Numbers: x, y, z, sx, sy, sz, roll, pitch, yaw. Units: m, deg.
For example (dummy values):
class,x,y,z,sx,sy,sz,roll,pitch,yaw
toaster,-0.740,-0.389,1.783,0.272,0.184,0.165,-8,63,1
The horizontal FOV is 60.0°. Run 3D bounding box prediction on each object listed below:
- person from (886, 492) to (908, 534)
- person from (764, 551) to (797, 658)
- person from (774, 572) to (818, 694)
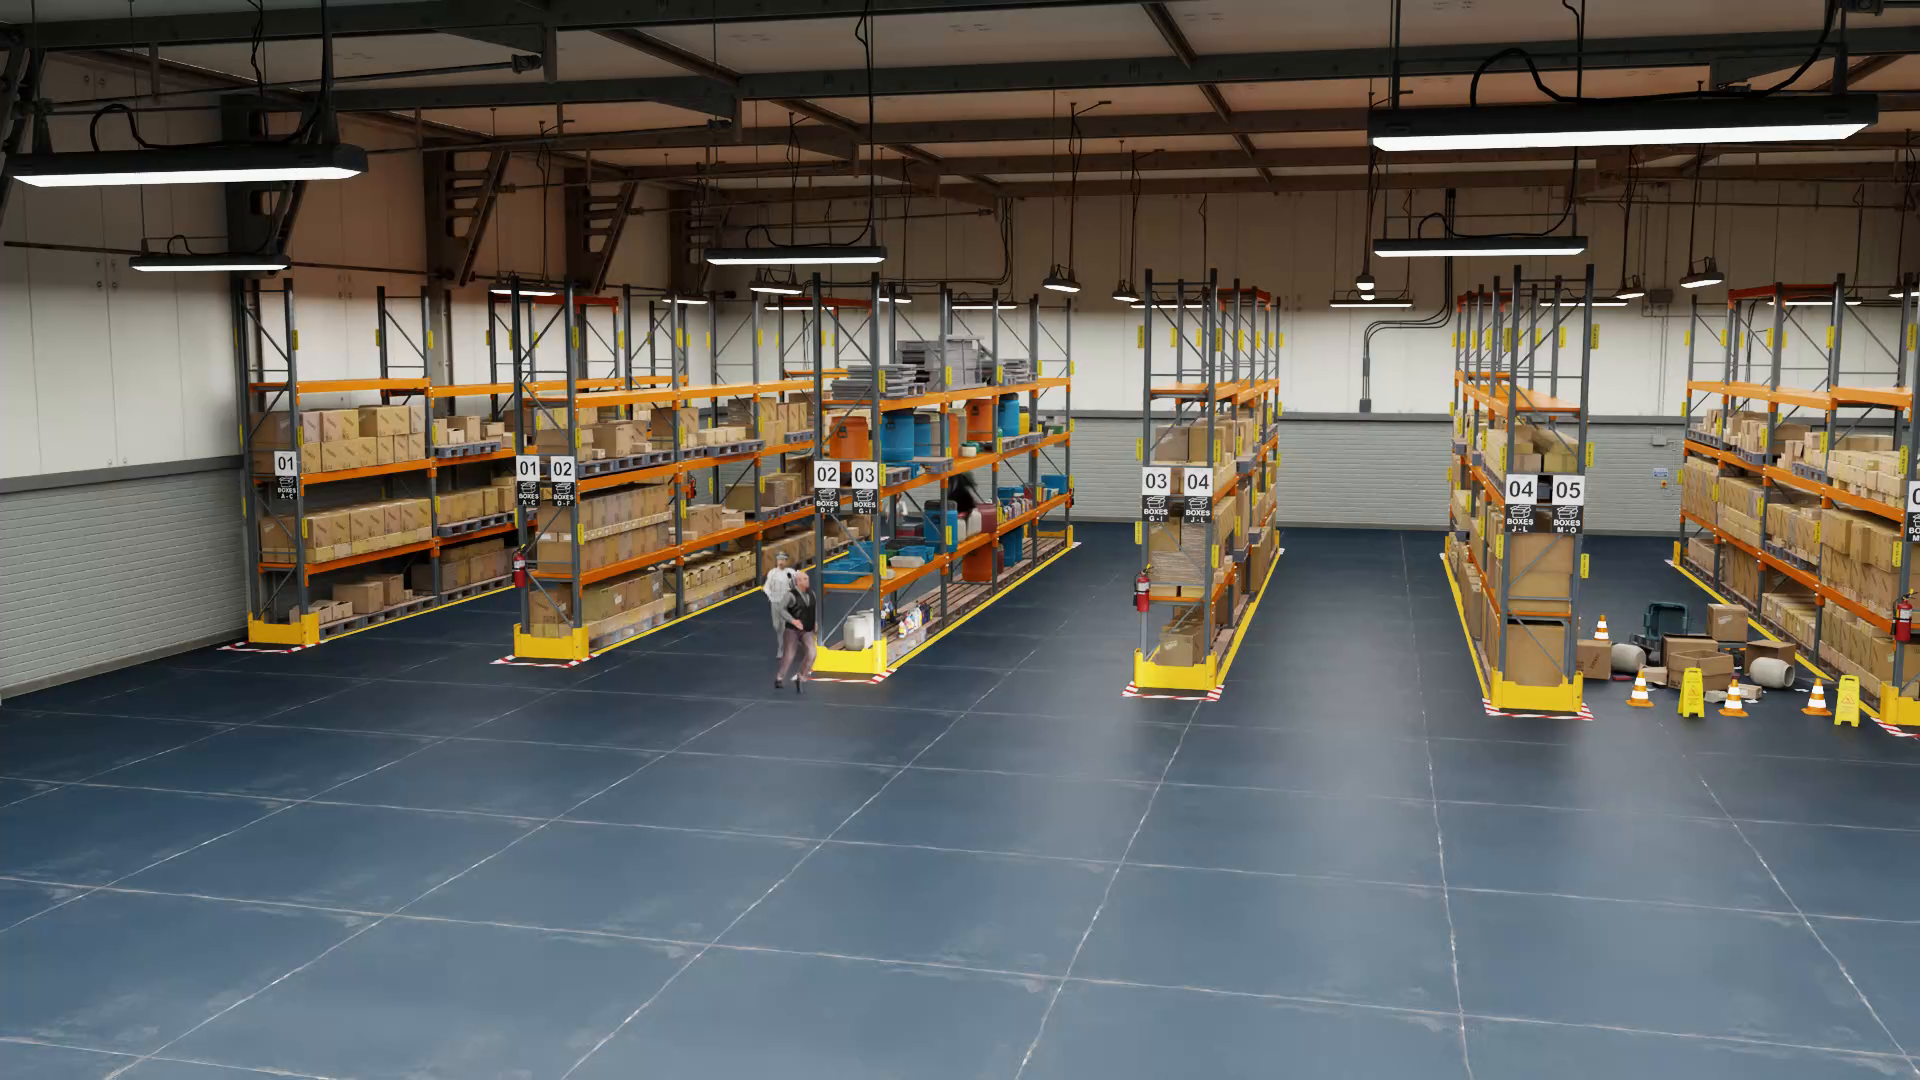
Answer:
class,x,y,z,sx,sy,sz,roll,pitch,yaw
person,-1.438,-0.306,37.698,0.510,1.631,0.733,0,7,1
person,-2.825,0.999,26.547,0.616,1.676,0.806,0,7,0
person,-2.278,1.323,23.820,0.712,1.721,0.674,-5,8,-34
